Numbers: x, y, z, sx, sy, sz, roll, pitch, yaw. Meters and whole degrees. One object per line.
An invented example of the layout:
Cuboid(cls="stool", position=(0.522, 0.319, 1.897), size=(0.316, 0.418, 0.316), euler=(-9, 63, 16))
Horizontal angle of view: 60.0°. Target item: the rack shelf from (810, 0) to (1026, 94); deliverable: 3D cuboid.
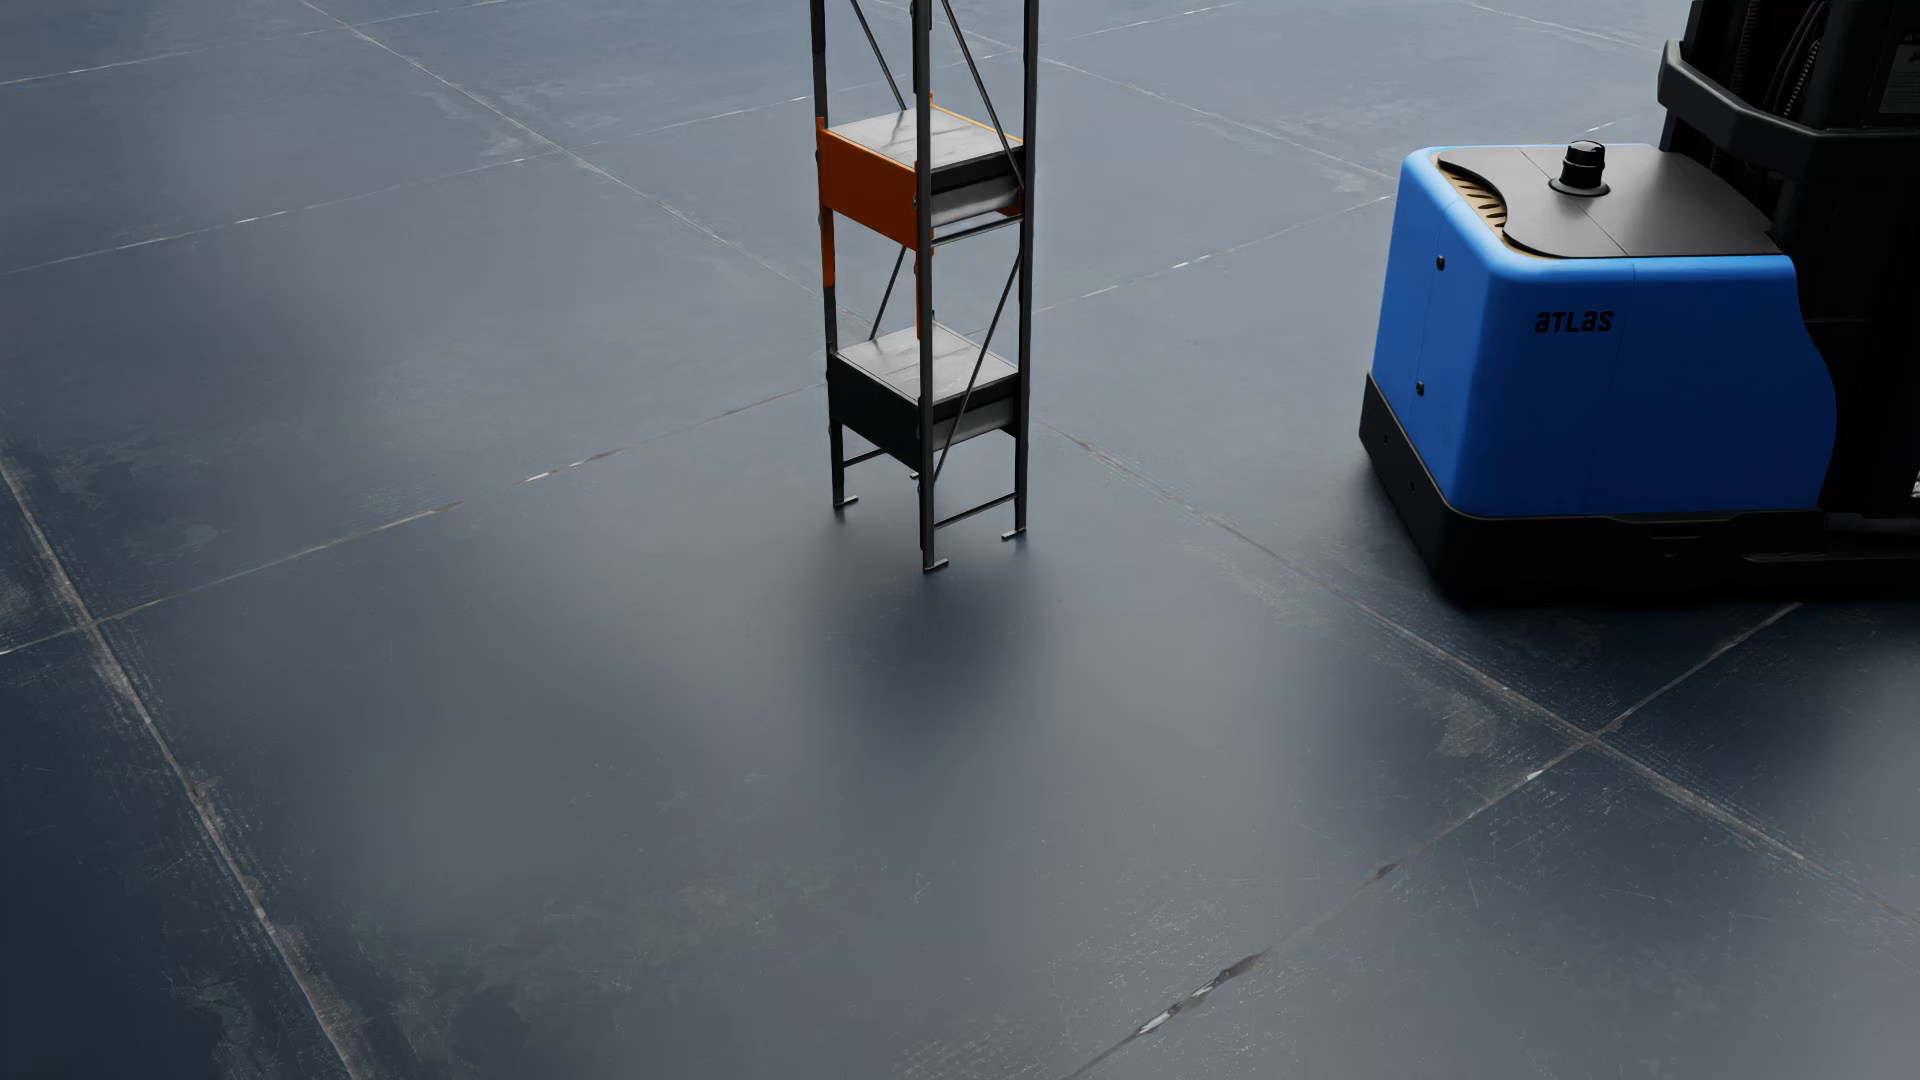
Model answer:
Cuboid(cls="rack shelf", position=(-0.101, -1.544, 4.445), size=(0.431, 0.518, 0.480), euler=(-22, 38, -31))

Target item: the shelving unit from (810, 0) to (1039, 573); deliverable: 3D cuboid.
Cuboid(cls="shelving unit", position=(-0.101, -0.961, 4.807), size=(0.431, 2.100, 0.503), euler=(-22, 38, -31))

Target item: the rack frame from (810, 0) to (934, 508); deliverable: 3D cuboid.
Cuboid(cls="rack frame", position=(-0.251, -1.063, 4.971), size=(0.400, 2.100, 0.015), euler=(-22, 38, -31))

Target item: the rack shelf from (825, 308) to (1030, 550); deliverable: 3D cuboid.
Cuboid(cls="rack shelf", position=(-0.101, -0.355, 5.184), size=(0.431, 0.518, 0.480), euler=(-22, 38, -31))

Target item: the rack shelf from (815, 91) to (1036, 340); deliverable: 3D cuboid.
Cuboid(cls="rack shelf", position=(-0.101, -0.949, 4.814), size=(0.431, 0.518, 0.480), euler=(-22, 38, -31))

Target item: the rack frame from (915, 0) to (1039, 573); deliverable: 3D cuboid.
Cuboid(cls="rack frame", position=(0.048, -0.859, 4.643), size=(0.400, 2.100, 0.015), euler=(-22, 38, -31))

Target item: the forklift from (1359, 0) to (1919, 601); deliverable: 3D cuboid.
Cuboid(cls="forklift", position=(2.898, -1.354, 4.652), size=(3.031, 2.935, 1.130), euler=(-2, 32, -3))
